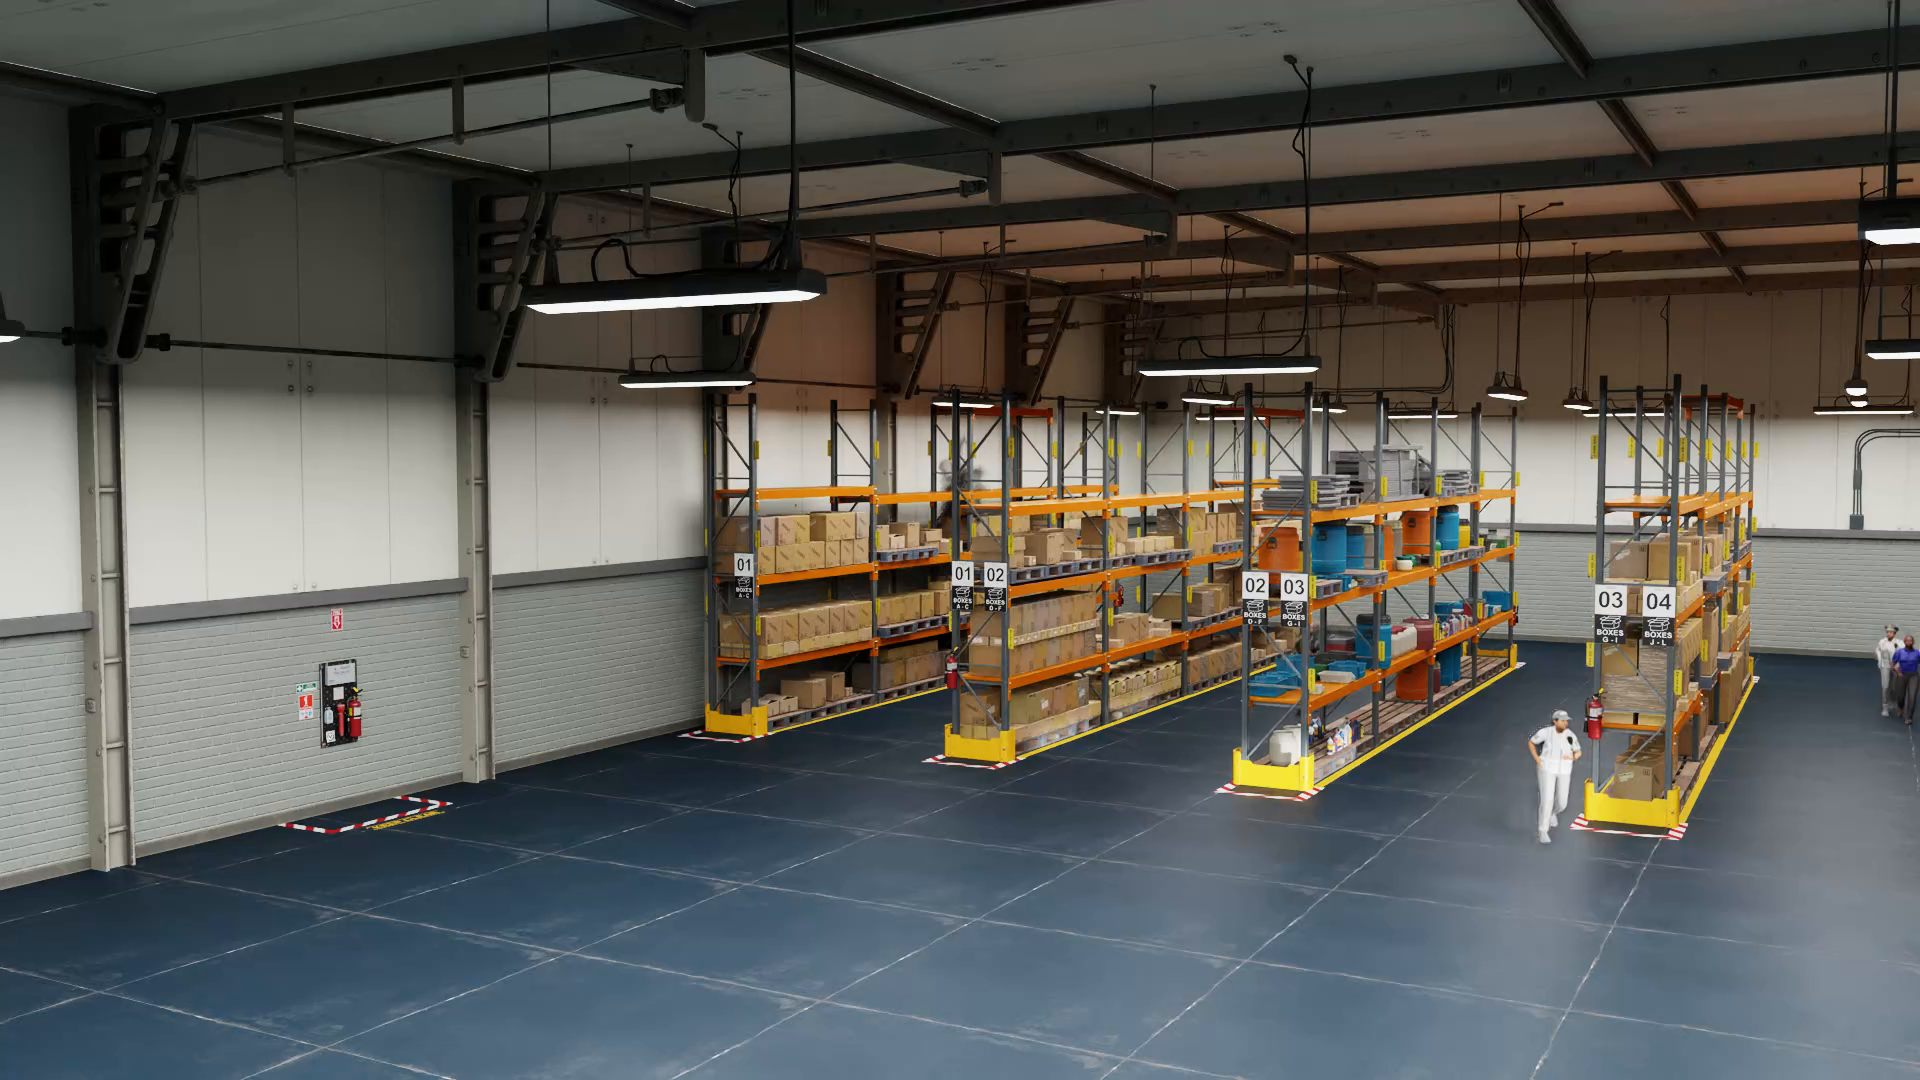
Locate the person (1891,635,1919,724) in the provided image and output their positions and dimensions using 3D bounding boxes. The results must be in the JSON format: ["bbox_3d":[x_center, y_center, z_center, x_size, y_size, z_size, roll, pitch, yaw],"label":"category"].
[{"bbox_3d":[17.405,2.550,30.506,0.576,1.604,0.586,2,3,26],"label":"person"}]

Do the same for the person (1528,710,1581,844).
[{"bbox_3d":[7.737,3.036,21.586,0.642,1.649,0.904,0,3,-1],"label":"person"}]

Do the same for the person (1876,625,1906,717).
[{"bbox_3d":[17.659,2.454,31.496,0.597,1.720,0.868,2,4,36],"label":"person"}]

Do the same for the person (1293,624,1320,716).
[{"bbox_3d":[6.551,2.435,31.348,0.657,1.696,0.961,2,3,28],"label":"person"}]
